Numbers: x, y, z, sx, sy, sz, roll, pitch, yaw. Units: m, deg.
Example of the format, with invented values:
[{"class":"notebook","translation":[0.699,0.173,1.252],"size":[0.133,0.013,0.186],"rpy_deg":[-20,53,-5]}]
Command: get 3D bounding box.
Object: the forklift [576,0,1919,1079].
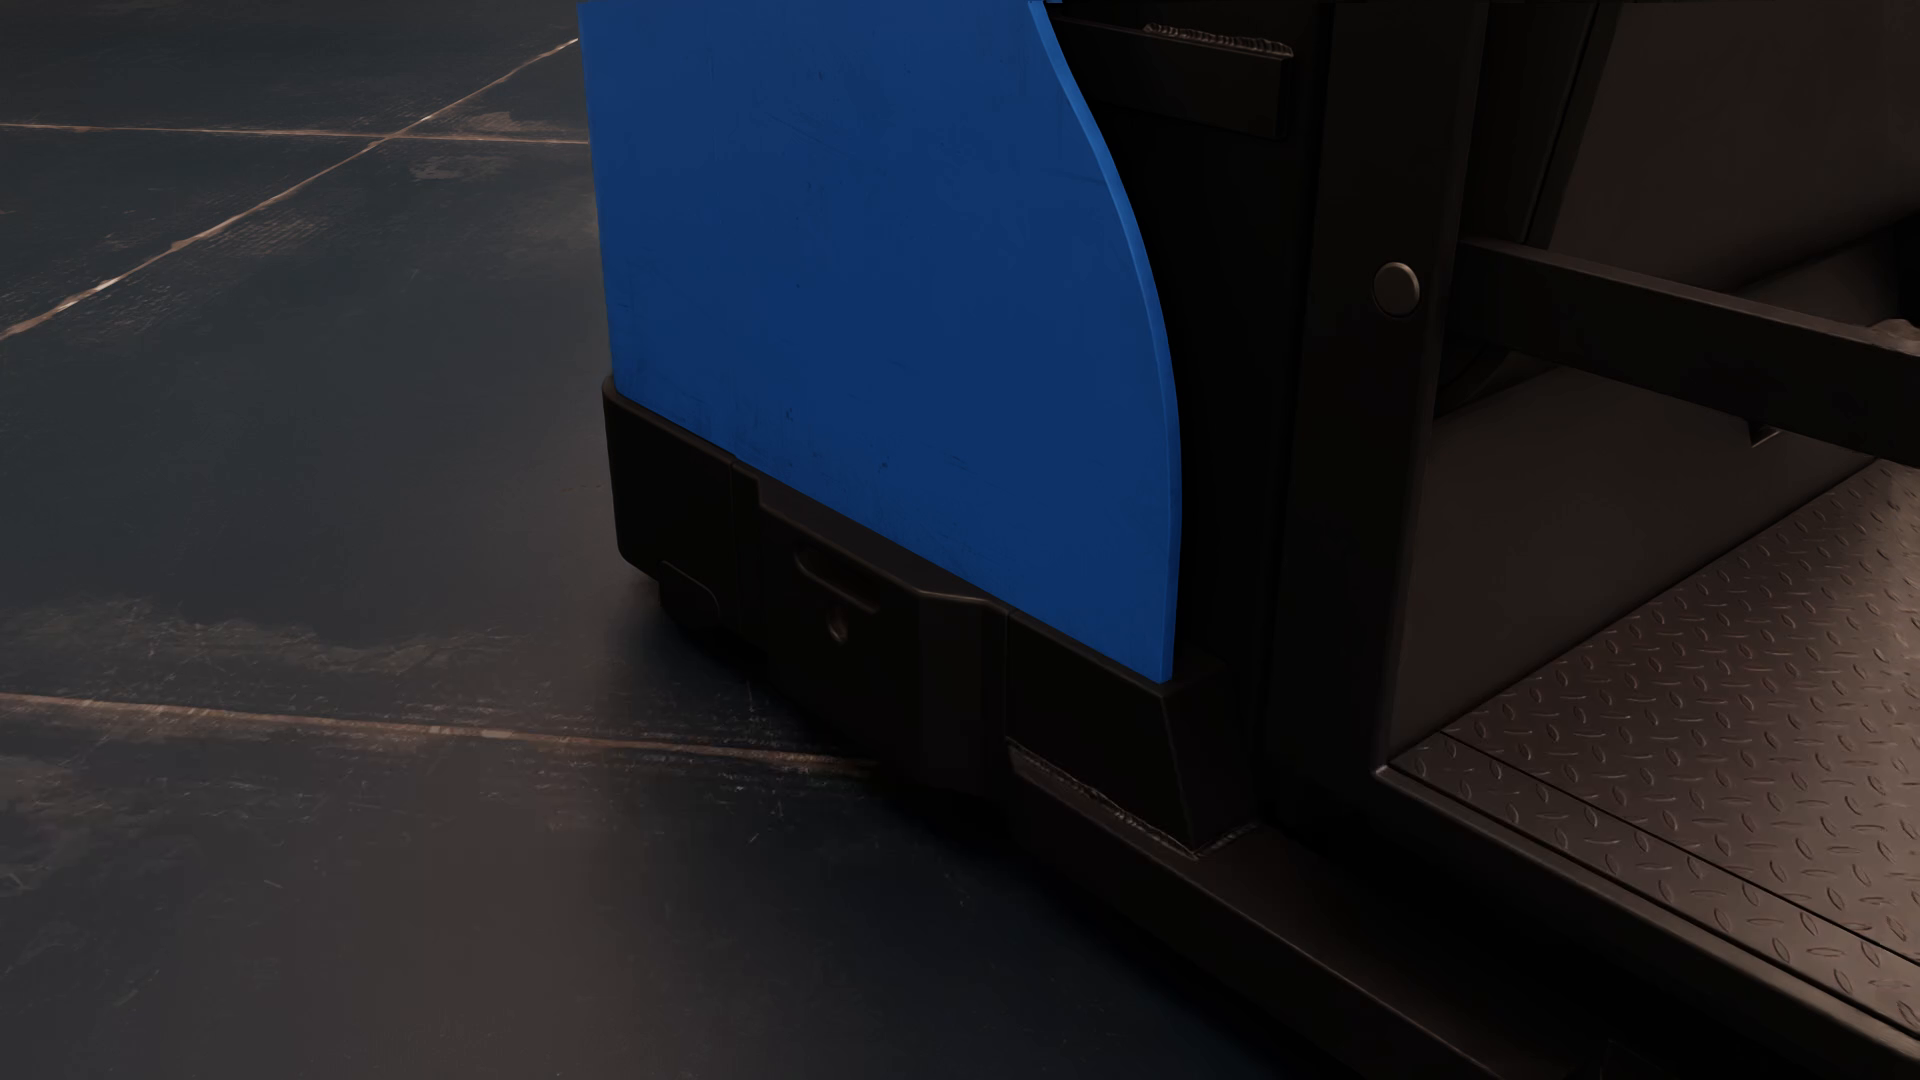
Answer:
[{"class":"forklift","translation":[0.868,-0.896,1.012],"size":[1.130,2.935,3.031],"rpy_deg":[-21,33,-36]}]
